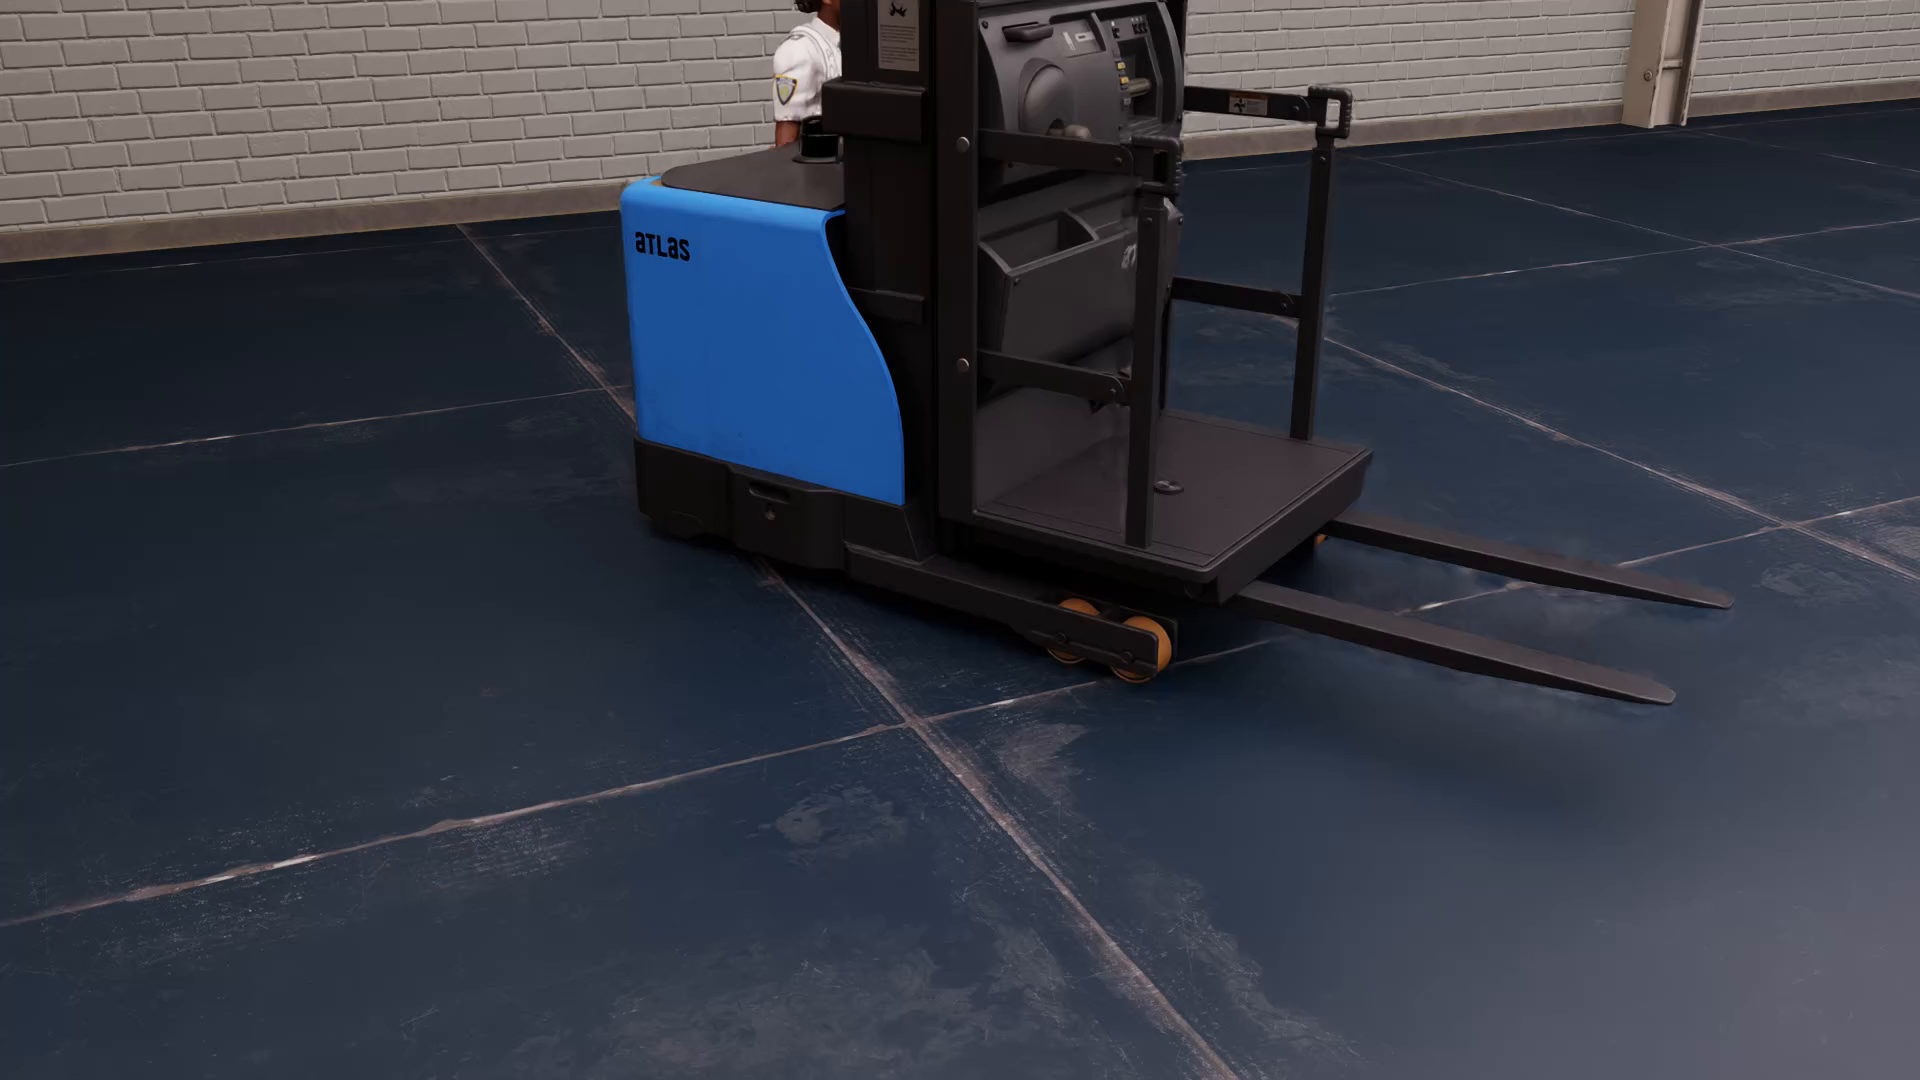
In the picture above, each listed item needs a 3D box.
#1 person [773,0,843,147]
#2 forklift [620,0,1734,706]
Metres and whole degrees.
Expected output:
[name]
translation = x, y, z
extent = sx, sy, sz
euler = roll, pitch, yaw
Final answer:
[person]
translation = -0.343, -1.097, 5.528
extent = 0.512, 1.696, 0.567
euler = 14, 26, 30
[forklift]
translation = 0.504, -1.221, 4.226
extent = 3.031, 2.935, 1.130
euler = 15, 27, 31
